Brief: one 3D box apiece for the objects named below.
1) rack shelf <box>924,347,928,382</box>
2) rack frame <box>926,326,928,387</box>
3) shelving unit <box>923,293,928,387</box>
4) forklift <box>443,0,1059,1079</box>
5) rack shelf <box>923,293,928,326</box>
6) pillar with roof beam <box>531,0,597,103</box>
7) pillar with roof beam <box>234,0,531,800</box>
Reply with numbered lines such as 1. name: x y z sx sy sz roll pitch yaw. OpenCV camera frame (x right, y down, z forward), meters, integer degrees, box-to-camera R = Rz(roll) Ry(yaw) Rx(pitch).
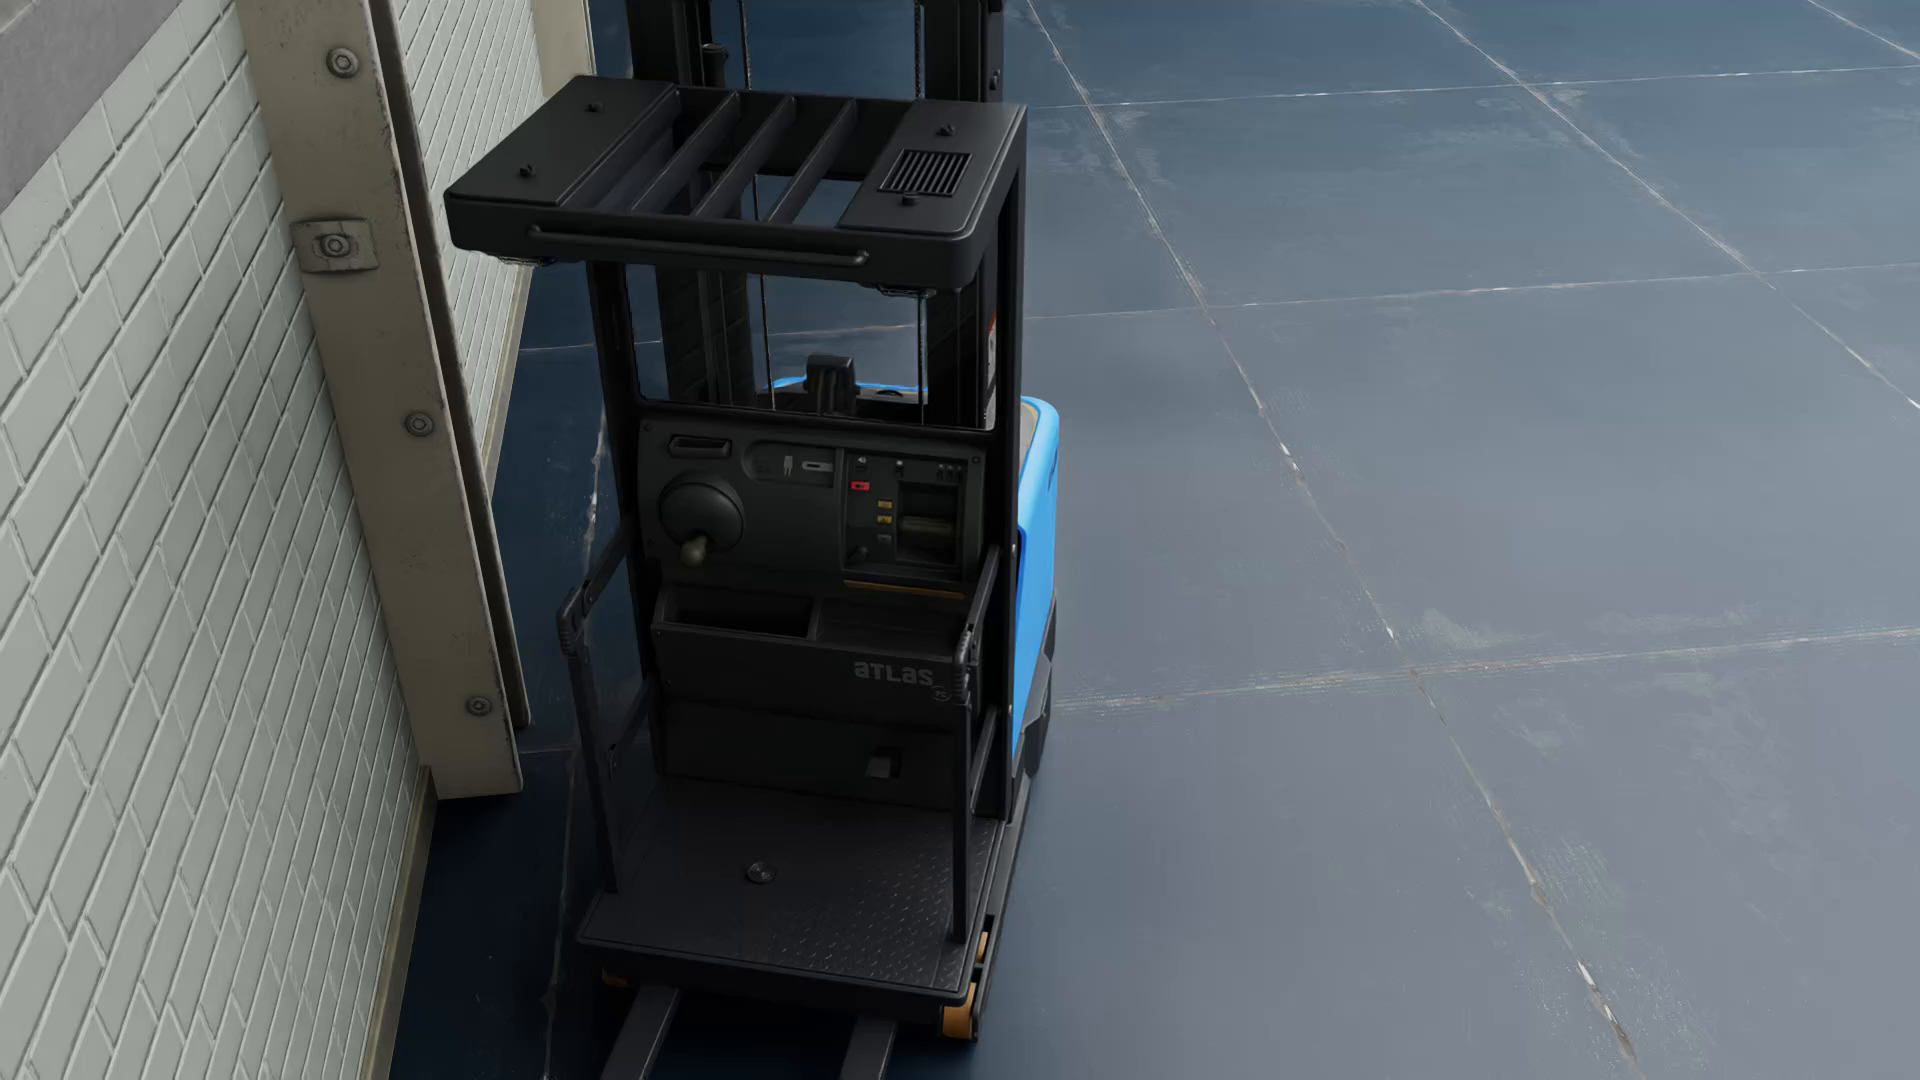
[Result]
1. rack shelf: 0.022 -0.549 6.177 0.258 0.148 0.480 -4 35 -6
2. rack frame: -0.011 -0.540 6.476 0.240 1.200 0.015 -4 35 -6
3. shelving unit: 0.022 -0.403 6.277 0.258 1.200 0.503 -4 35 -6
4. forklift: -0.434 -0.033 4.196 1.130 2.935 3.031 6 35 9
5. rack shelf: 0.022 -0.747 6.042 0.258 0.148 0.480 -4 35 -6
6. pillar with roof beam: 1.824 -6.655 8.525 9.100 9.000 0.400 -4 35 -6
7. pillar with roof beam: 2.631 -3.307 3.612 9.100 9.000 0.400 -4 35 -6
